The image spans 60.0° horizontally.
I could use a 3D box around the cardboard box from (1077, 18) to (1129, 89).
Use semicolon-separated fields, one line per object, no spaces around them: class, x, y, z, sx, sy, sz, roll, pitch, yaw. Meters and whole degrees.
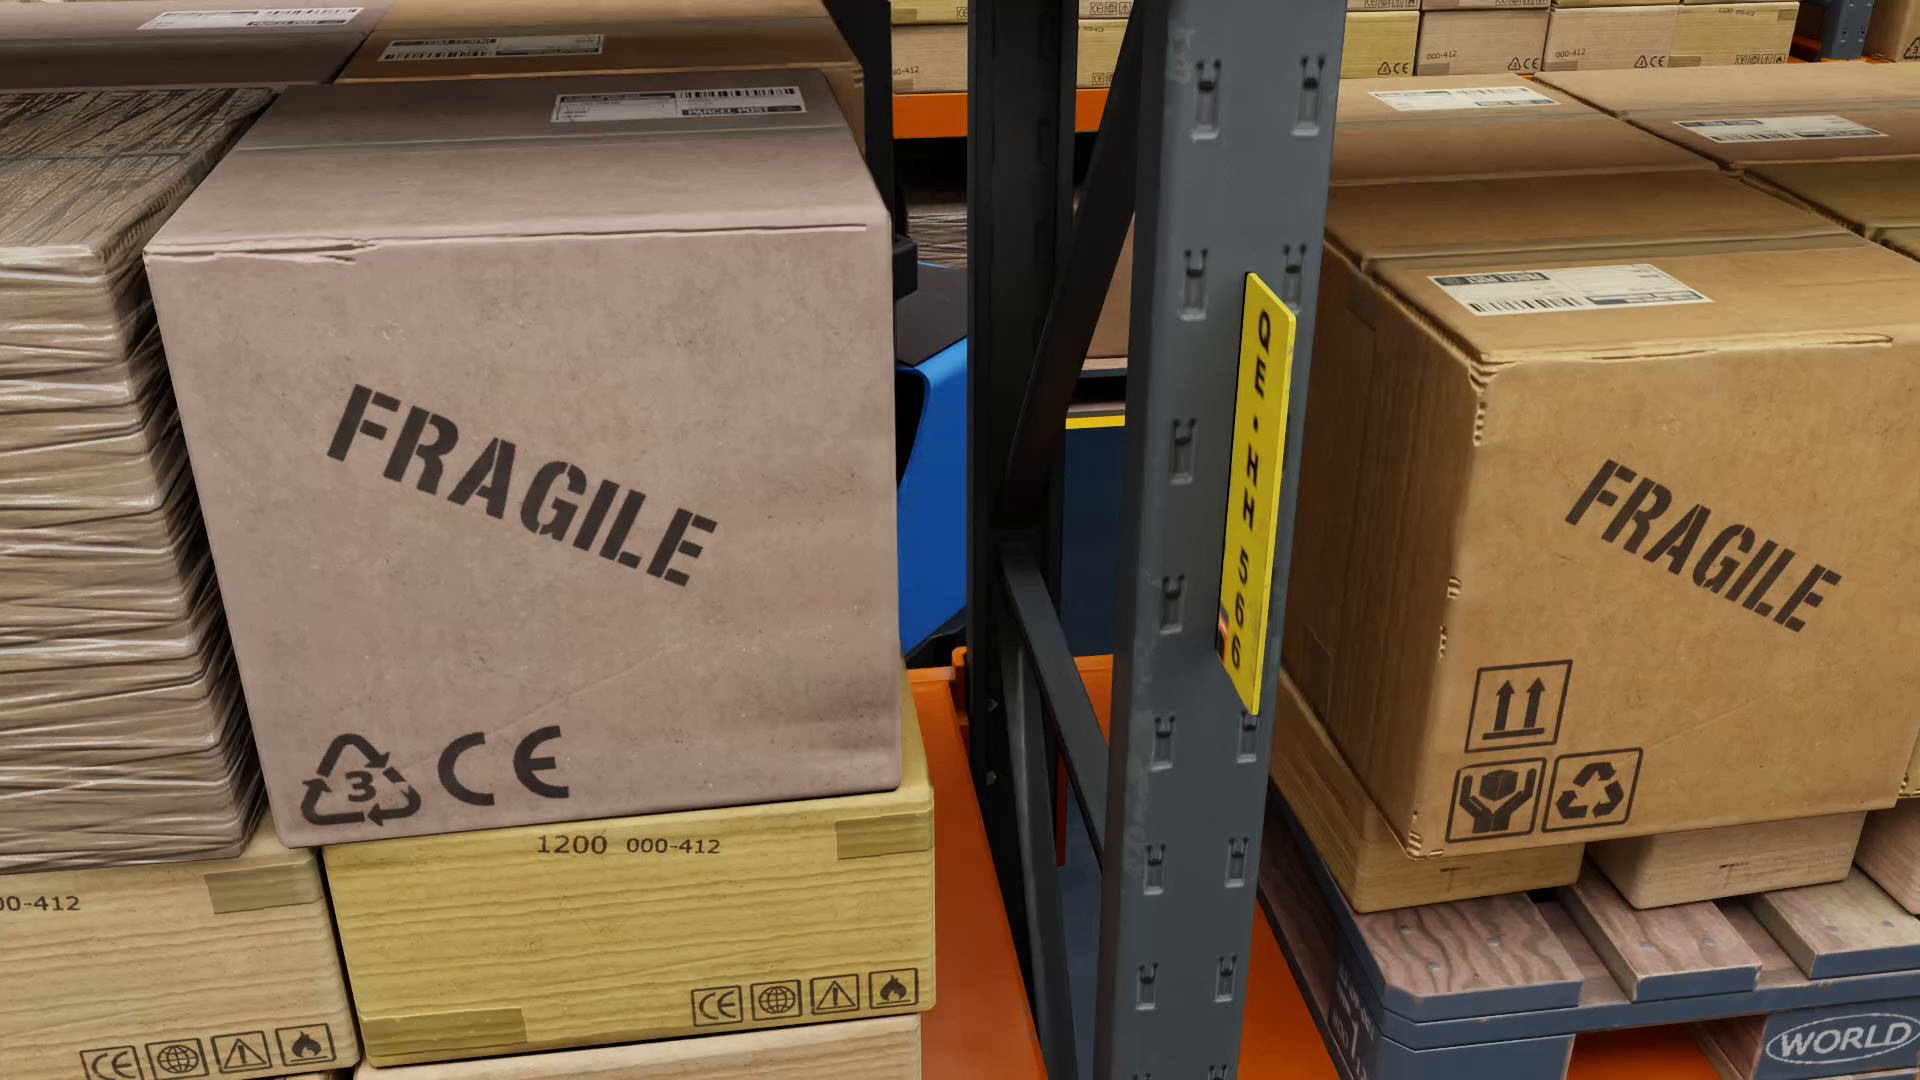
cardboard box;0.417;-1.890;6.312;0.500;0.250;0.500;-4;27;-8

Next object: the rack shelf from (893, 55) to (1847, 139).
rack shelf;1.425;-1.816;6.792;4.000;0.370;1.077;-4;27;-7

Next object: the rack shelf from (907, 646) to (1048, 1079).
rack shelf;-1.840;0.682;1.923;4.000;0.370;1.077;-4;27;-7

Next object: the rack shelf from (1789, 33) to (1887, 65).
rack shelf;5.386;-2.071;7.288;4.000;0.370;1.077;-4;27;-7

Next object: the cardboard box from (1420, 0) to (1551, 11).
cardboard box;1.940;-2.207;6.381;0.500;0.250;0.500;-3;27;-6

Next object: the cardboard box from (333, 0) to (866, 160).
cardboard box;-0.382;-0.334;1.910;0.500;0.500;0.500;-5;28;-9

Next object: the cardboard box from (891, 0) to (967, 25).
cardboard box;-0.078;-2.071;6.118;0.500;0.250;0.500;-4;27;-7

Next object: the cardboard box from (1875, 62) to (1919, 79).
cardboard box;1.562;-0.354;2.259;0.500;0.500;0.500;-6;28;-11

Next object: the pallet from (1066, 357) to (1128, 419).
pallet;0.265;-0.803;7.084;1.213;0.211;1.003;-4;27;-7

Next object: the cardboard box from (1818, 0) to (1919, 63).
cardboard box;3.882;-2.218;6.678;0.500;0.500;0.500;-4;27;-9

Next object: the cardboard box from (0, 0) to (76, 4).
cardboard box;-3.087;-1.797;5.653;0.258;0.266;0.396;-2;27;-5

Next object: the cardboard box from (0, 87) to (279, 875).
cardboard box;-0.842;-0.067;1.391;0.500;0.500;0.500;-3;27;-6

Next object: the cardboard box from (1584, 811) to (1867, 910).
cardboard box;0.772;0.220;1.850;0.250;0.149;0.380;-5;28;-10

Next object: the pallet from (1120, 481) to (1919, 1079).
pallet;0.831;0.226;2.233;1.003;0.211;1.213;-4;27;-7

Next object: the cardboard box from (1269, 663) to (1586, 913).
cardboard box;0.488;0.223;1.845;0.250;0.149;0.380;-5;28;-10

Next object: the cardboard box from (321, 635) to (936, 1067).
cardboard box;-0.304;0.225;1.643;0.500;0.250;0.500;-4;27;-7

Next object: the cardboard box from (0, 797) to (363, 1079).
cardboard box;-0.811;0.259;1.576;0.500;0.250;0.500;-4;27;-8

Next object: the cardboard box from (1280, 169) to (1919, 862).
cardboard box;0.618;-0.053;1.672;0.500;0.500;0.500;-4;27;-9

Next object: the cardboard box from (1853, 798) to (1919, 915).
cardboard box;1.050;0.224;1.844;0.250;0.149;0.380;-5;28;-10

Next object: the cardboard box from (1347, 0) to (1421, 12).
cardboard box;1.437;-2.183;6.335;0.500;0.250;0.500;-3;27;-6

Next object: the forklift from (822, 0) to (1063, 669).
forklift;-0.879;-0.621;3.749;1.130;2.935;3.031;16;31;28

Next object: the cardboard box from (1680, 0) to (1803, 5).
cardboard box;2.955;-2.272;6.510;0.500;0.250;0.500;-4;27;-8

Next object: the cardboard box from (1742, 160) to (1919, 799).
cardboard box;1.133;-0.089;1.743;0.500;0.500;0.500;-2;27;-4

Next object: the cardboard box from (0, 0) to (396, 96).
cardboard box;-0.872;-0.298;1.840;0.500;0.500;0.500;-4;27;-7

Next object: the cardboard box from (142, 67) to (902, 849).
cardboard box;-0.335;-0.104;1.461;0.500;0.500;0.500;-4;27;-9

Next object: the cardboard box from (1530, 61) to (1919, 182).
cardboard box;1.062;-0.322;2.195;0.500;0.500;0.500;-4;27;-8

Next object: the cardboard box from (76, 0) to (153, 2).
cardboard box;-2.716;-1.999;5.790;0.500;0.500;0.700;-4;27;-7

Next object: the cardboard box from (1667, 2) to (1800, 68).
cardboard box;2.943;-2.046;6.617;0.500;0.250;0.500;-3;27;-6

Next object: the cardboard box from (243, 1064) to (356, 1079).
cardboard box;-0.828;0.490;1.673;0.500;0.250;0.500;-3;27;-6

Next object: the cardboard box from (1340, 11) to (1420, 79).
cardboard box;1.440;-1.958;6.444;0.500;0.250;0.500;-3;27;-5

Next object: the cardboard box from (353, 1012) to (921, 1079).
cardboard box;-0.325;0.451;1.750;0.500;0.250;0.500;-5;28;-9

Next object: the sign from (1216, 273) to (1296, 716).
sign;0.221;-0.030;1.254;0.005;0.325;0.100;-4;27;-7

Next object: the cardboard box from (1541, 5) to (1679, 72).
cardboard box;2.446;-2.012;6.550;0.500;0.250;0.500;-4;27;-7

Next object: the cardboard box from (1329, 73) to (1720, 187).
cardboard box;0.551;-0.284;2.122;0.500;0.500;0.500;-4;27;-9

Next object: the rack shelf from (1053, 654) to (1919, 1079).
rack shelf;2.121;0.427;2.419;4.000;0.370;1.077;-4;27;-7

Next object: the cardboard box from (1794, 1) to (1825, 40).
cardboard box;3.813;-2.459;7.147;0.500;0.500;0.500;-4;27;-7

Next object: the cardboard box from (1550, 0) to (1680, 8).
cardboard box;2.447;-2.236;6.439;0.500;0.250;0.500;-4;27;-8

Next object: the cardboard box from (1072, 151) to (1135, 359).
cardboard box;0.710;-1.218;6.979;0.625;0.625;0.875;-3;27;-5

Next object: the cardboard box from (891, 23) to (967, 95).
cardboard box;-0.082;-1.860;6.254;0.500;0.250;0.500;-4;27;-7

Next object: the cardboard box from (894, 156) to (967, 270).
cardboard box;0.064;-1.173;6.891;0.625;0.625;0.875;-3;27;-5

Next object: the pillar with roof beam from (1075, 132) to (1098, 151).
pillar with roof beam;1.210;-3.222;2.173;0.400;9.000;9.100;-4;27;-7

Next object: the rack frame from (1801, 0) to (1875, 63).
rack frame;3.406;-2.263;6.876;0.127;3.000;1.000;-4;27;-7

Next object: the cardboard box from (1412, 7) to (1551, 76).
cardboard box;1.950;-1.994;6.515;0.500;0.250;0.500;-4;27;-7

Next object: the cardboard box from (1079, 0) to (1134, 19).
cardboard box;0.414;-2.114;6.201;0.500;0.250;0.500;-3;27;-5
